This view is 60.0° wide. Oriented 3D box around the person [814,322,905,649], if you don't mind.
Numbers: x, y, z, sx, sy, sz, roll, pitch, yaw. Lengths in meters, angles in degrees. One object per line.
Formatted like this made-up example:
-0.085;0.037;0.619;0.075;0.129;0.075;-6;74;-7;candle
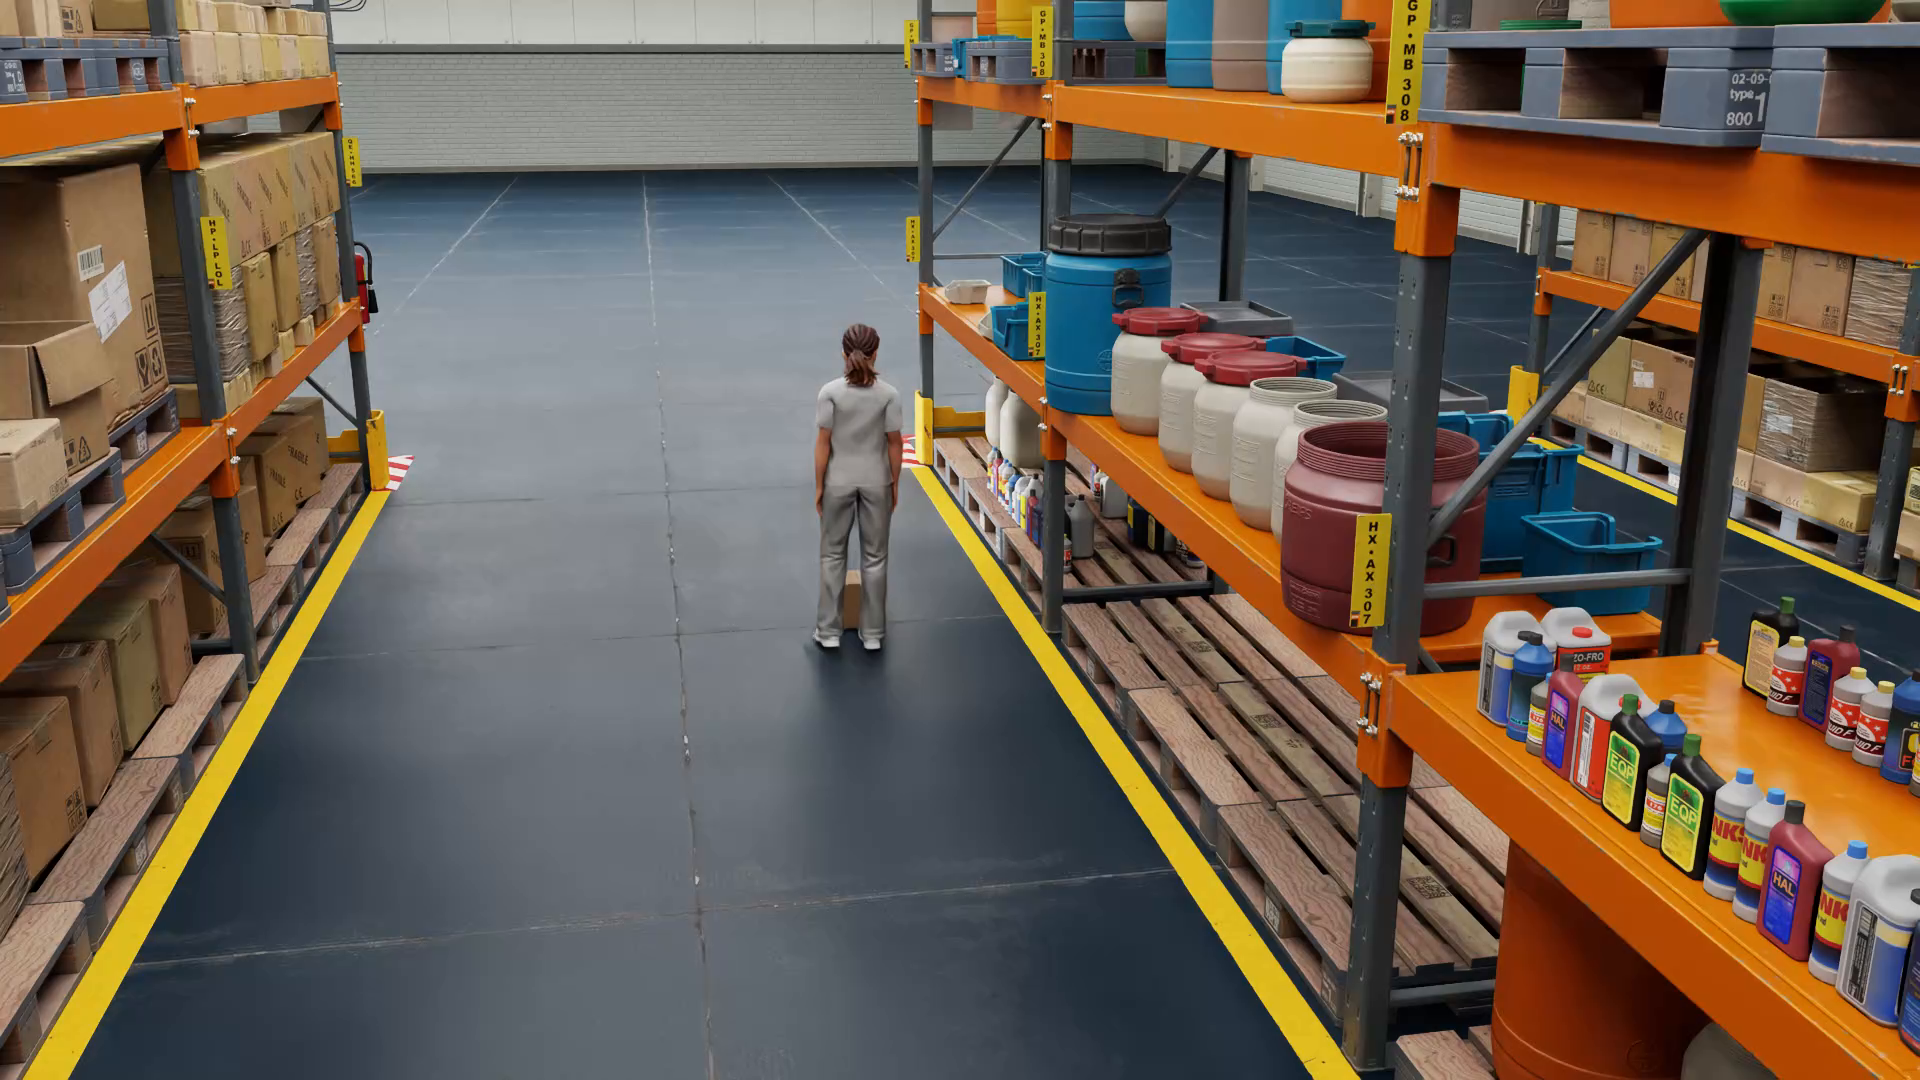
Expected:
-0.513;-0.256;8.352;0.472;1.687;0.458;-1;16;-5;person
